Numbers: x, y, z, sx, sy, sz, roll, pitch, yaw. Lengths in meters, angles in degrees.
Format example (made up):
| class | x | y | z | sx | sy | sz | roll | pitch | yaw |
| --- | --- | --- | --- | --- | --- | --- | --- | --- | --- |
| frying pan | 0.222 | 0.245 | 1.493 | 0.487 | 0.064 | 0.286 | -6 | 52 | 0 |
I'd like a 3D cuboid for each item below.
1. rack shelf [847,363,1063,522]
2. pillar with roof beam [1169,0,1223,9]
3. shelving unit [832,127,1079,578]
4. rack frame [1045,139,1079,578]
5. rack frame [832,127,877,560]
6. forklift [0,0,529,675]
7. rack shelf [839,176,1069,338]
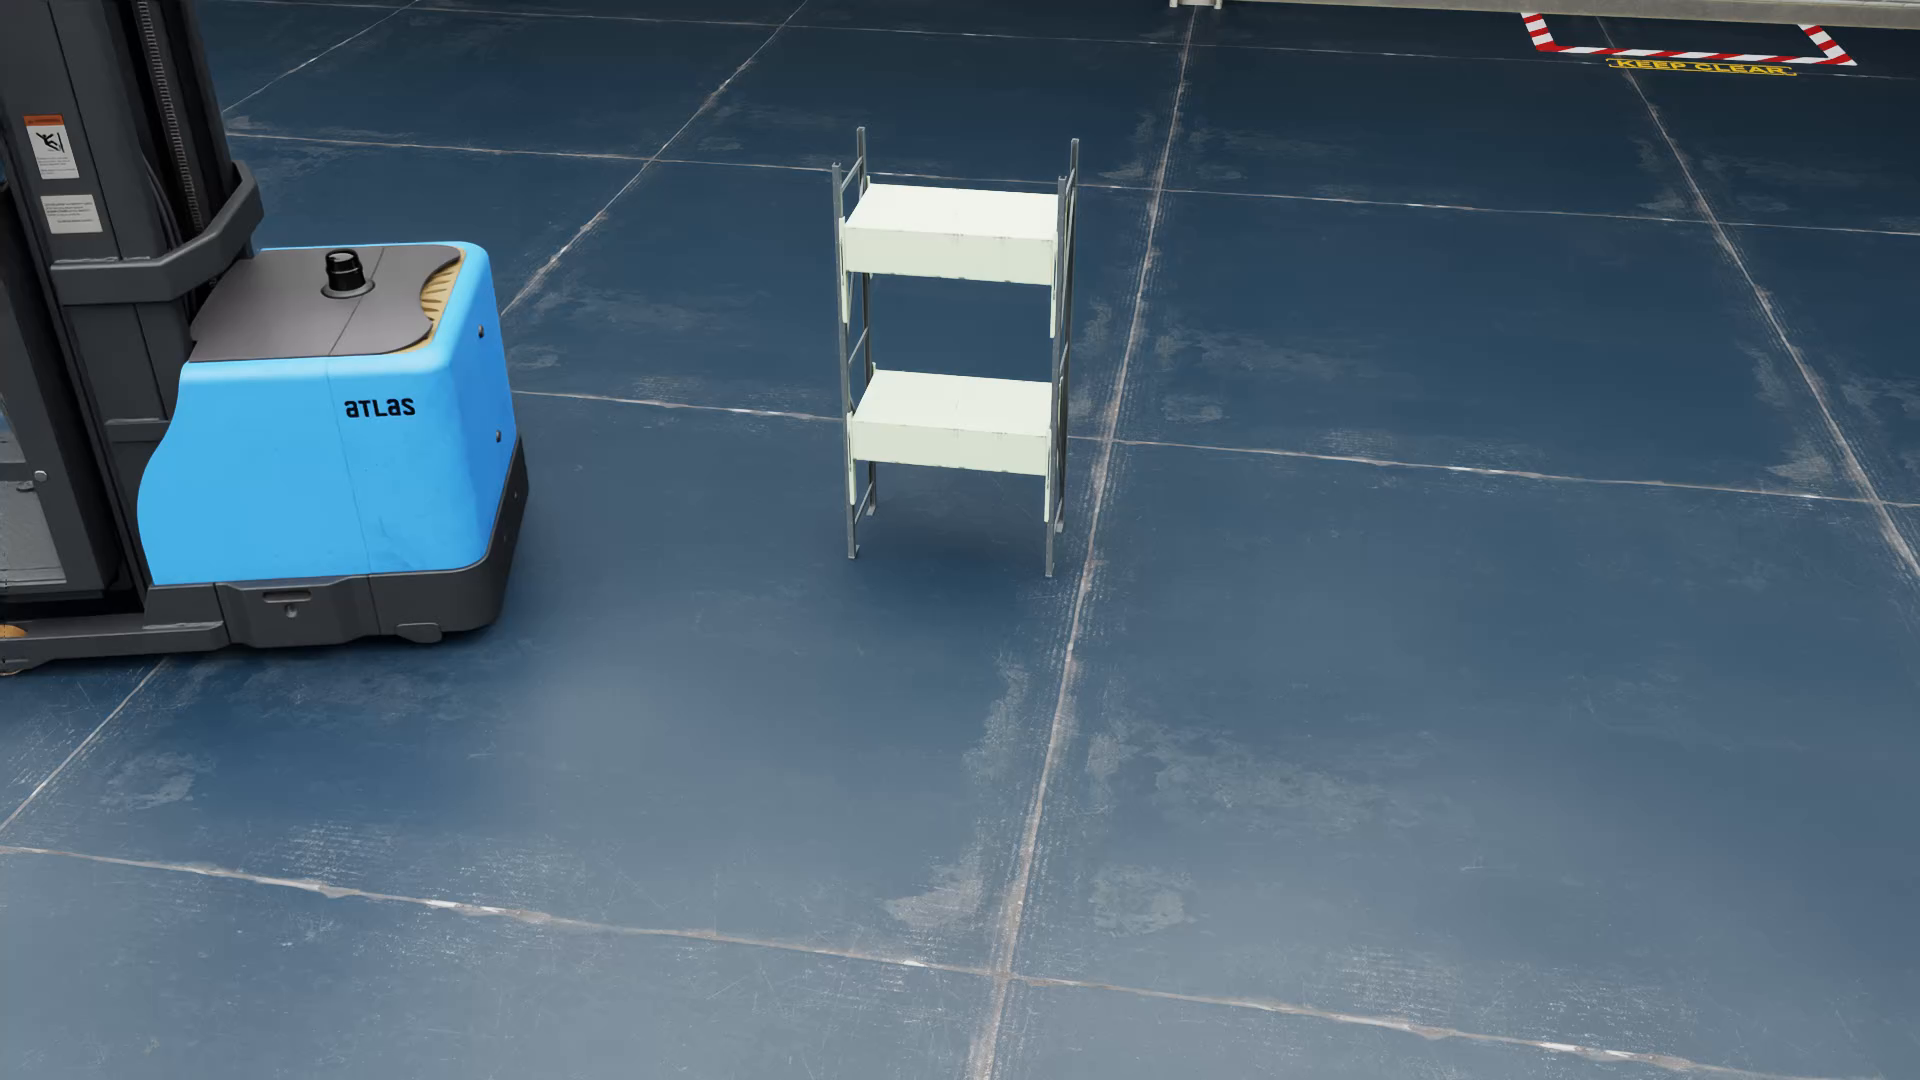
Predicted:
| class | x | y | z | sx | sy | sz | roll | pitch | yaw |
| --- | --- | --- | --- | --- | --- | --- | --- | --- | --- |
| rack shelf | -0.007 | -0.360 | 6.026 | 0.720 | 0.370 | 0.431 | 5 | 32 | 8 |
| pillar with roof beam | 1.112 | -5.736 | 6.932 | 0.400 | 9.000 | 9.100 | 5 | 32 | 8 |
| shelving unit | -0.007 | -0.636 | 5.853 | 0.755 | 1.500 | 0.431 | 5 | 32 | 8 |
| rack frame | 0.354 | -0.604 | 5.801 | 0.023 | 1.500 | 0.400 | 5 | 32 | 8 |
| rack frame | -0.367 | -0.669 | 5.905 | 0.023 | 1.500 | 0.400 | 5 | 32 | 8 |
| forklift | -3.132 | -1.078 | 5.209 | 3.031 | 2.935 | 1.130 | -3 | 32 | -5 |
| rack shelf | -0.007 | -0.967 | 5.646 | 0.720 | 0.370 | 0.431 | 5 | 32 | 8 |
